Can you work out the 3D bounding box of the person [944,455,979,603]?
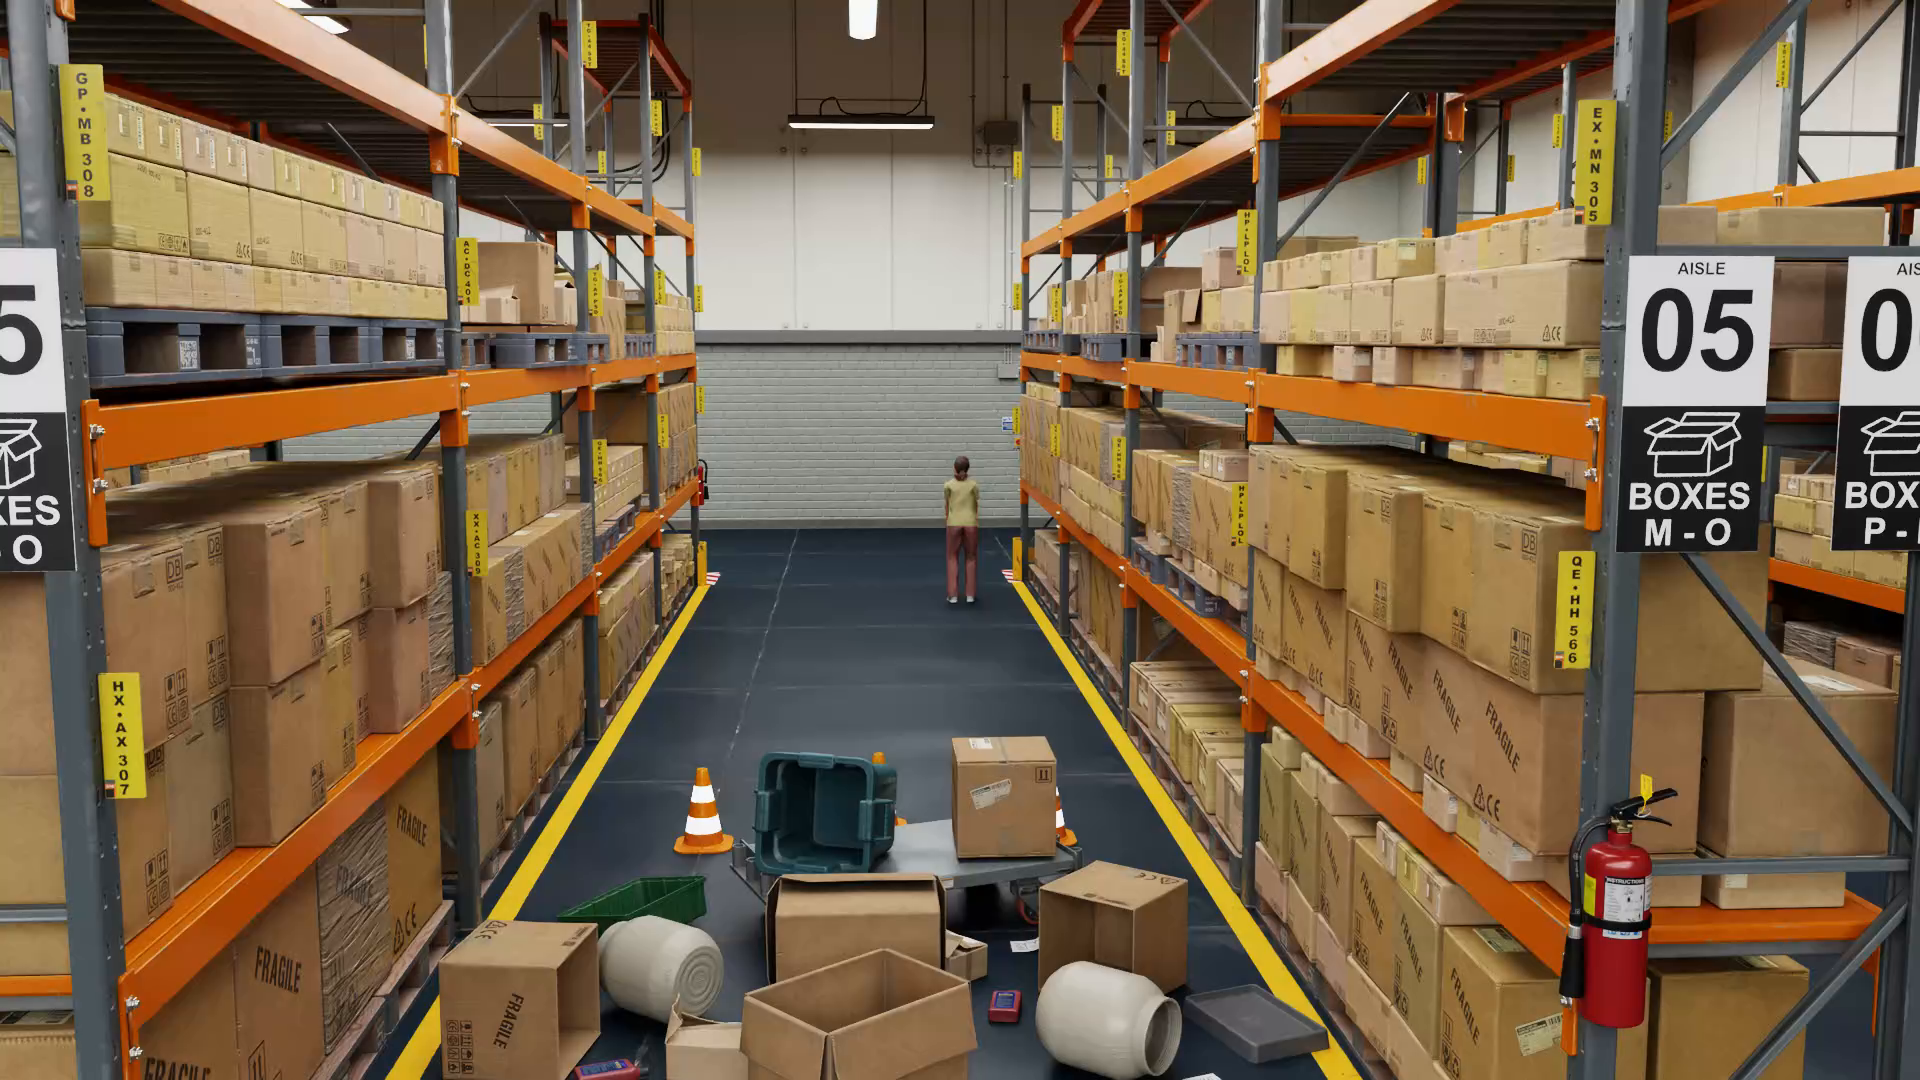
[{"bbox_3d":[0.014,-0.131,18.884,0.406,1.669,0.514,0,7,-3],"label":"person"}]
